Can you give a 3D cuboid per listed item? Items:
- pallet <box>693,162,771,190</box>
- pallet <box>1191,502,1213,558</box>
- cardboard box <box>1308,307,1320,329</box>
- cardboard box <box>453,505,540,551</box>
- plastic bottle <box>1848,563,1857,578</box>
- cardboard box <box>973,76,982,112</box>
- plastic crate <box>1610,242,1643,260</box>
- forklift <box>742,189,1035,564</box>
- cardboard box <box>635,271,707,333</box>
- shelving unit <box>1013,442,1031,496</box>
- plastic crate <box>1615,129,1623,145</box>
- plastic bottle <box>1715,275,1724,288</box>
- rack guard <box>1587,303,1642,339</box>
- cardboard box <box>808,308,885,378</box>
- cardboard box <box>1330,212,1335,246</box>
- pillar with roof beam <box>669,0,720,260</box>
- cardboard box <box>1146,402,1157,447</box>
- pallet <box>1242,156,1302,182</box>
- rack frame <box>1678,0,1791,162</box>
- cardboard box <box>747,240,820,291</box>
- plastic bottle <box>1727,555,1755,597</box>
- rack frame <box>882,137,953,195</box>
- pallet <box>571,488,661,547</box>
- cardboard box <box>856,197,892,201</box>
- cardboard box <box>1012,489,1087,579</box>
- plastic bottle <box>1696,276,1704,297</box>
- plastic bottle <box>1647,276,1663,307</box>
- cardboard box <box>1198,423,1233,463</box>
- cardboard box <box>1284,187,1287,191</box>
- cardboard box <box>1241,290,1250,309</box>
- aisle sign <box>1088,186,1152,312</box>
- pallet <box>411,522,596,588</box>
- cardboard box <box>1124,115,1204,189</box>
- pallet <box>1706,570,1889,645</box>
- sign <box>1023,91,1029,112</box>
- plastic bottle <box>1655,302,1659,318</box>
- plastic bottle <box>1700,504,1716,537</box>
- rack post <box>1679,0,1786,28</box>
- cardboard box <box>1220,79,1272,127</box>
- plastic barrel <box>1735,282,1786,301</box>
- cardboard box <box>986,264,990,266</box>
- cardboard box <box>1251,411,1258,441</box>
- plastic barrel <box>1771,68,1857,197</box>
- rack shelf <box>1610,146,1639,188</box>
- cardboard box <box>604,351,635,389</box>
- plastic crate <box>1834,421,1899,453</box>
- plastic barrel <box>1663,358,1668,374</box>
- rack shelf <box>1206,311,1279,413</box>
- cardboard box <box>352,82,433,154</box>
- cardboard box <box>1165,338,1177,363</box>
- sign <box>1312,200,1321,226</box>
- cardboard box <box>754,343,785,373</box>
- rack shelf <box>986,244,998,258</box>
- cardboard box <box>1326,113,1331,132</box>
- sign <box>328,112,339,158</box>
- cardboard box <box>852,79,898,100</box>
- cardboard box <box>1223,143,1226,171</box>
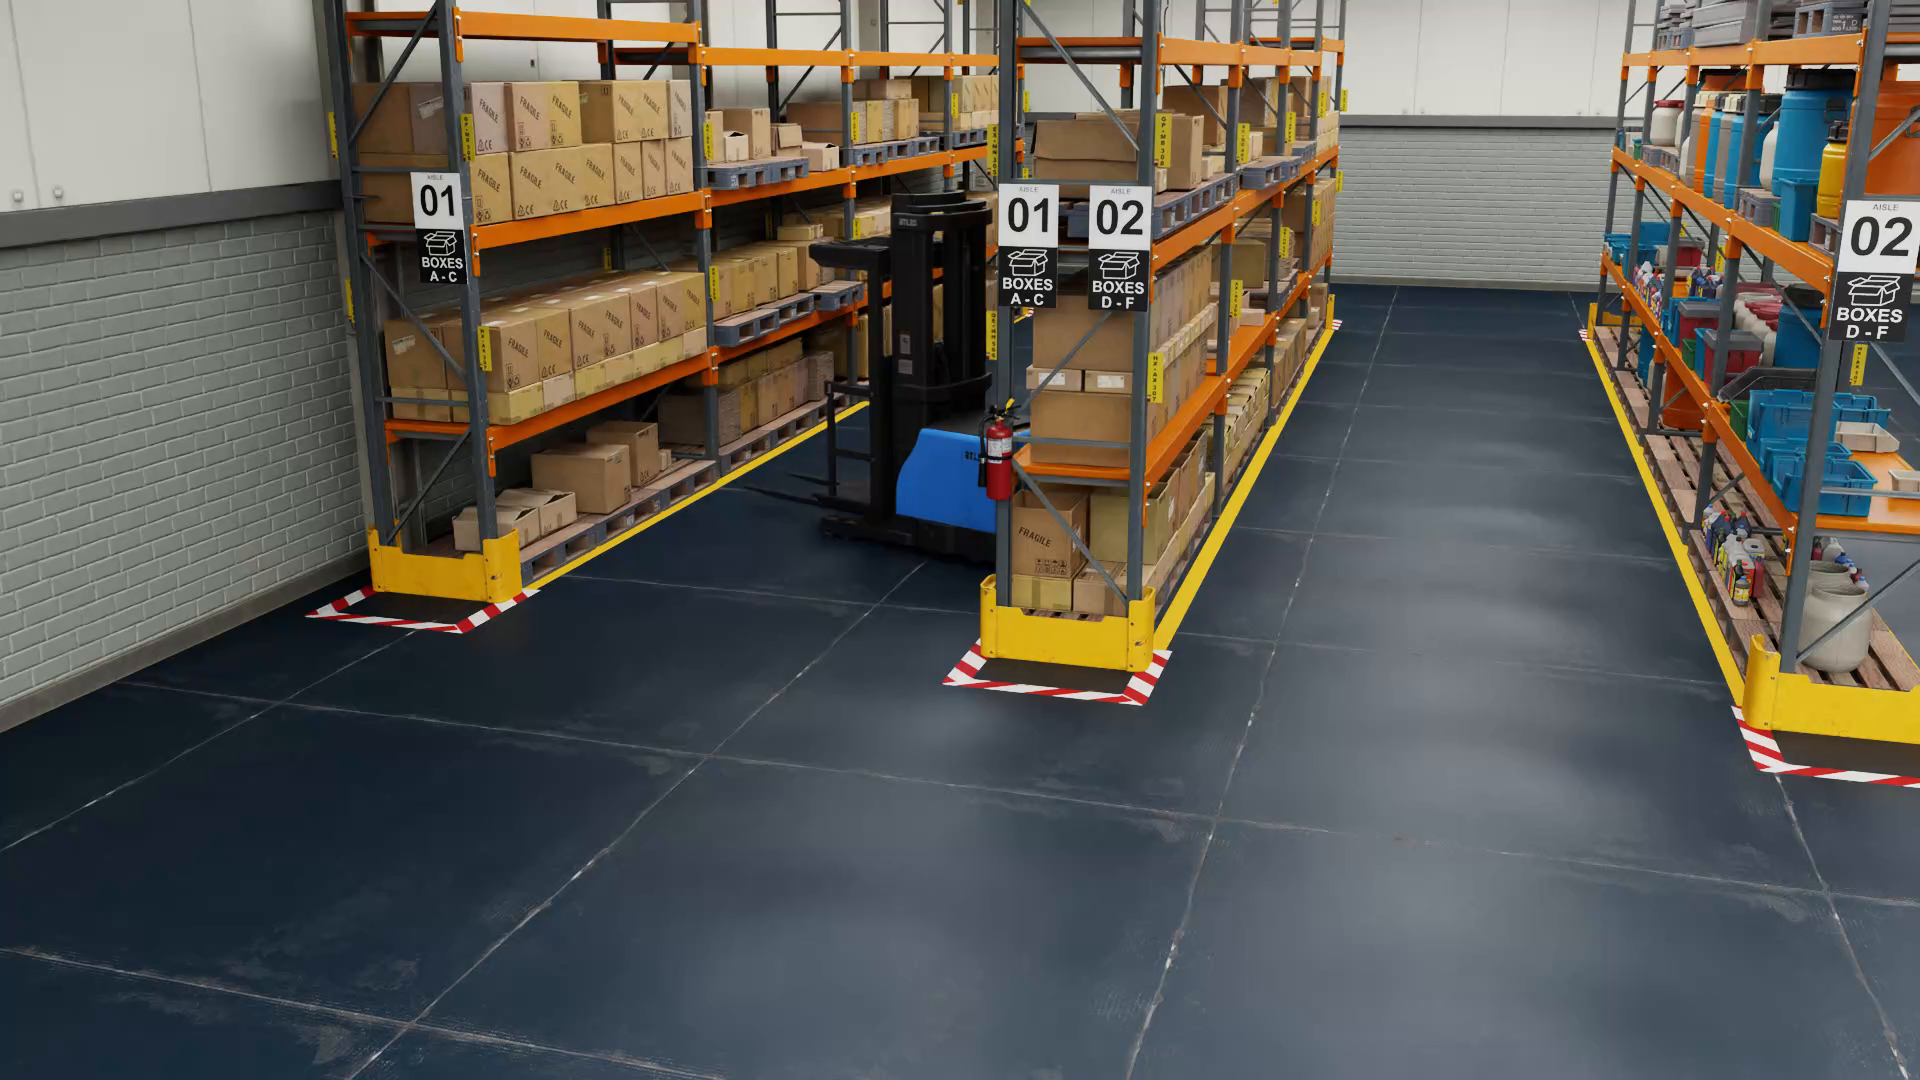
[{"bbox_3d":[-2.596,-3.581,16.306,1.213,0.211,1.003,5,16,16],"label":"pallet"},{"bbox_3d":[1.611,-0.146,14.457,1.003,0.211,1.213,5,16,16],"label":"pallet"},{"bbox_3d":[5.071,-3.313,24.746,0.500,0.250,0.500,5,16,16],"label":"cardboard box"},{"bbox_3d":[-3.727,-0.121,13.381,0.500,0.311,0.500,3,16,10],"label":"cardboard box"},{"bbox_3d":[6.400,0.300,11.967,0.097,0.271,0.097,0,16,0],"label":"plastic bottle"},{"bbox_3d":[0.012,-6.450,24.023,0.500,0.500,0.500,4,16,15],"label":"cardboard box"},{"bbox_3d":[9.276,-4.011,23.172,0.416,0.233,0.300,5,16,16],"label":"plastic crate"},{"bbox_3d":[-0.591,-1.516,14.305,3.031,2.935,1.130,12,20,35],"label":"forklift"},{"bbox_3d":[-2.711,-2.226,15.544,0.500,0.500,0.500,5,16,16],"label":"cardboard box"},{"bbox_3d":[0.470,-0.247,13.278,0.215,1.050,0.252,9,18,28],"label":"shelving unit"},{"bbox_3d":[9.659,-5.748,23.839,0.497,0.269,0.590,5,16,16],"label":"plastic crate"},{"bbox_3d":[8.638,-2.822,18.874,0.144,0.351,0.185,5,16,16],"label":"plastic bottle"},{"bbox_3d":[10.030,-3.251,24.877,1.175,0.500,0.348,5,16,16],"label":"rack guard"},{"bbox_3d":[-1.402,-2.472,20.718,0.750,0.750,0.750,4,16,15],"label":"cardboard box"},{"bbox_3d":[5.421,-4.742,25.366,0.500,0.500,0.500,5,17,18],"label":"cardboard box"},{"bbox_3d":[1.192,-5.401,16.881,9.100,9.000,0.400,5,16,16],"label":"pillar with roof beam"},{"bbox_3d":[1.030,-0.953,12.008,0.700,0.500,0.500,5,17,17],"label":"cardboard box"},{"bbox_3d":[2.907,-3.907,17.454,1.213,0.211,1.003,5,17,18],"label":"pallet"},{"bbox_3d":[7.762,-5.240,16.312,1.000,3.000,0.127,5,16,16],"label":"rack frame"},{"bbox_3d":[-1.993,-3.110,18.806,0.700,0.500,0.500,3,16,11],"label":"cardboard box"},{"bbox_3d":[5.688,0.260,12.102,0.152,0.276,0.135,5,17,16],"label":"plastic bottle"},{"bbox_3d":[-0.600,-4.168,23.529,1.000,3.000,0.127,5,16,16],"label":"rack frame"},{"bbox_3d":[-3.375,-0.235,14.772,1.003,0.211,1.213,5,16,16],"label":"pallet"},{"bbox_3d":[-1.122,-4.493,22.532,0.500,0.250,0.500,5,17,17],"label":"cardboard box"},{"bbox_3d":[0.608,-0.049,11.901,0.500,0.500,0.500,5,16,16],"label":"cardboard box"},{"bbox_3d":[8.687,-2.952,19.476,0.097,0.271,0.097,0,16,0],"label":"plastic bottle"},{"bbox_3d":[7.878,-2.806,18.817,0.144,0.351,0.185,5,16,16],"label":"plastic bottle"},{"bbox_3d":[2.234,-0.930,15.353,0.500,0.311,0.500,5,16,16],"label":"cardboard box"},{"bbox_3d":[4.333,-4.733,23.503,0.500,0.500,0.500,5,17,16],"label":"cardboard box"},{"bbox_3d":[2.869,-2.604,18.177,0.500,0.311,0.500,6,17,19],"label":"cardboard box"},{"bbox_3d":[1.016,-1.856,10.610,0.394,0.787,0.004,5,16,16],"label":"aisle sign"},{"bbox_3d":[-3.723,0.083,13.650,1.003,0.211,1.213,5,16,16],"label":"pallet"},{"bbox_3d":[1.475,-2.820,12.067,0.500,0.500,0.500,5,16,16],"label":"cardboard box"},{"bbox_3d":[6.050,0.527,12.085,1.003,0.211,1.213,5,16,16],"label":"pallet"},{"bbox_3d":[1.053,-7.000,26.538,0.100,0.325,0.005,5,16,16],"label":"sign"},{"bbox_3d":[7.612,-2.512,18.052,0.097,0.201,0.097,0,16,0],"label":"plastic bottle"},{"bbox_3d":[6.115,-0.157,13.579,0.097,0.271,0.097,0,16,0],"label":"plastic bottle"},{"bbox_3d":[7.929,-5.396,17.002,0.954,0.300,0.937,5,16,16],"label":"rack post"},{"bbox_3d":[3.144,-4.825,18.330,0.500,0.500,0.500,5,16,16],"label":"cardboard box"},{"bbox_3d":[7.921,-2.274,16.601,0.600,0.536,0.708,5,16,16],"label":"plastic barrel"},{"bbox_3d":[0.278,-4.384,26.911,0.380,0.149,0.250,5,17,16],"label":"cardboard box"},{"bbox_3d":[2.810,-1.195,17.315,0.500,0.250,0.500,5,17,17],"label":"cardboard box"},{"bbox_3d":[6.240,-2.941,12.017,0.600,0.901,0.708,5,16,16],"label":"plastic barrel"},{"bbox_3d":[9.467,-5.020,22.354,1.077,0.370,4.000,5,16,16],"label":"rack shelf"},{"bbox_3d":[-3.137,-1.471,14.258,0.500,0.250,0.500,5,17,16],"label":"cardboard box"},{"bbox_3d":[6.407,-0.736,11.910,0.530,0.136,0.437,5,16,16],"label":"plastic crate"},{"bbox_3d":[8.206,-1.820,18.900,0.600,0.588,0.708,5,16,16],"label":"plastic barrel"},{"bbox_3d":[2.446,-1.869,16.742,1.077,0.370,4.000,5,16,16],"label":"rack shelf"},{"bbox_3d":[-4.138,-3.144,12.367,0.500,0.500,0.500,5,17,18],"label":"cardboard box"},{"bbox_3d":[1.423,-1.429,12.499,0.380,0.149,0.250,4,16,15],"label":"cardboard box"},{"bbox_3d":[4.684,-4.300,21.871,0.100,0.325,0.005,5,16,16],"label":"sign"},{"bbox_3d":[-2.254,-2.020,18.355,0.500,0.250,0.500,5,16,16],"label":"cardboard box"},{"bbox_3d":[-0.031,-4.346,25.472,1.077,0.370,4.000,5,16,16],"label":"rack shelf"},{"bbox_3d":[4.963,-5.896,23.482,0.500,0.250,0.500,5,16,16],"label":"cardboard box"},{"bbox_3d":[-4.536,-2.946,12.100,0.100,0.325,0.005,5,16,16],"label":"sign"},{"bbox_3d":[-1.118,-5.866,21.654,0.500,0.250,0.500,4,16,14],"label":"cardboard box"},{"bbox_3d":[2.215,-3.570,15.426,0.500,0.250,0.500,3,16,10],"label":"cardboard box"}]
